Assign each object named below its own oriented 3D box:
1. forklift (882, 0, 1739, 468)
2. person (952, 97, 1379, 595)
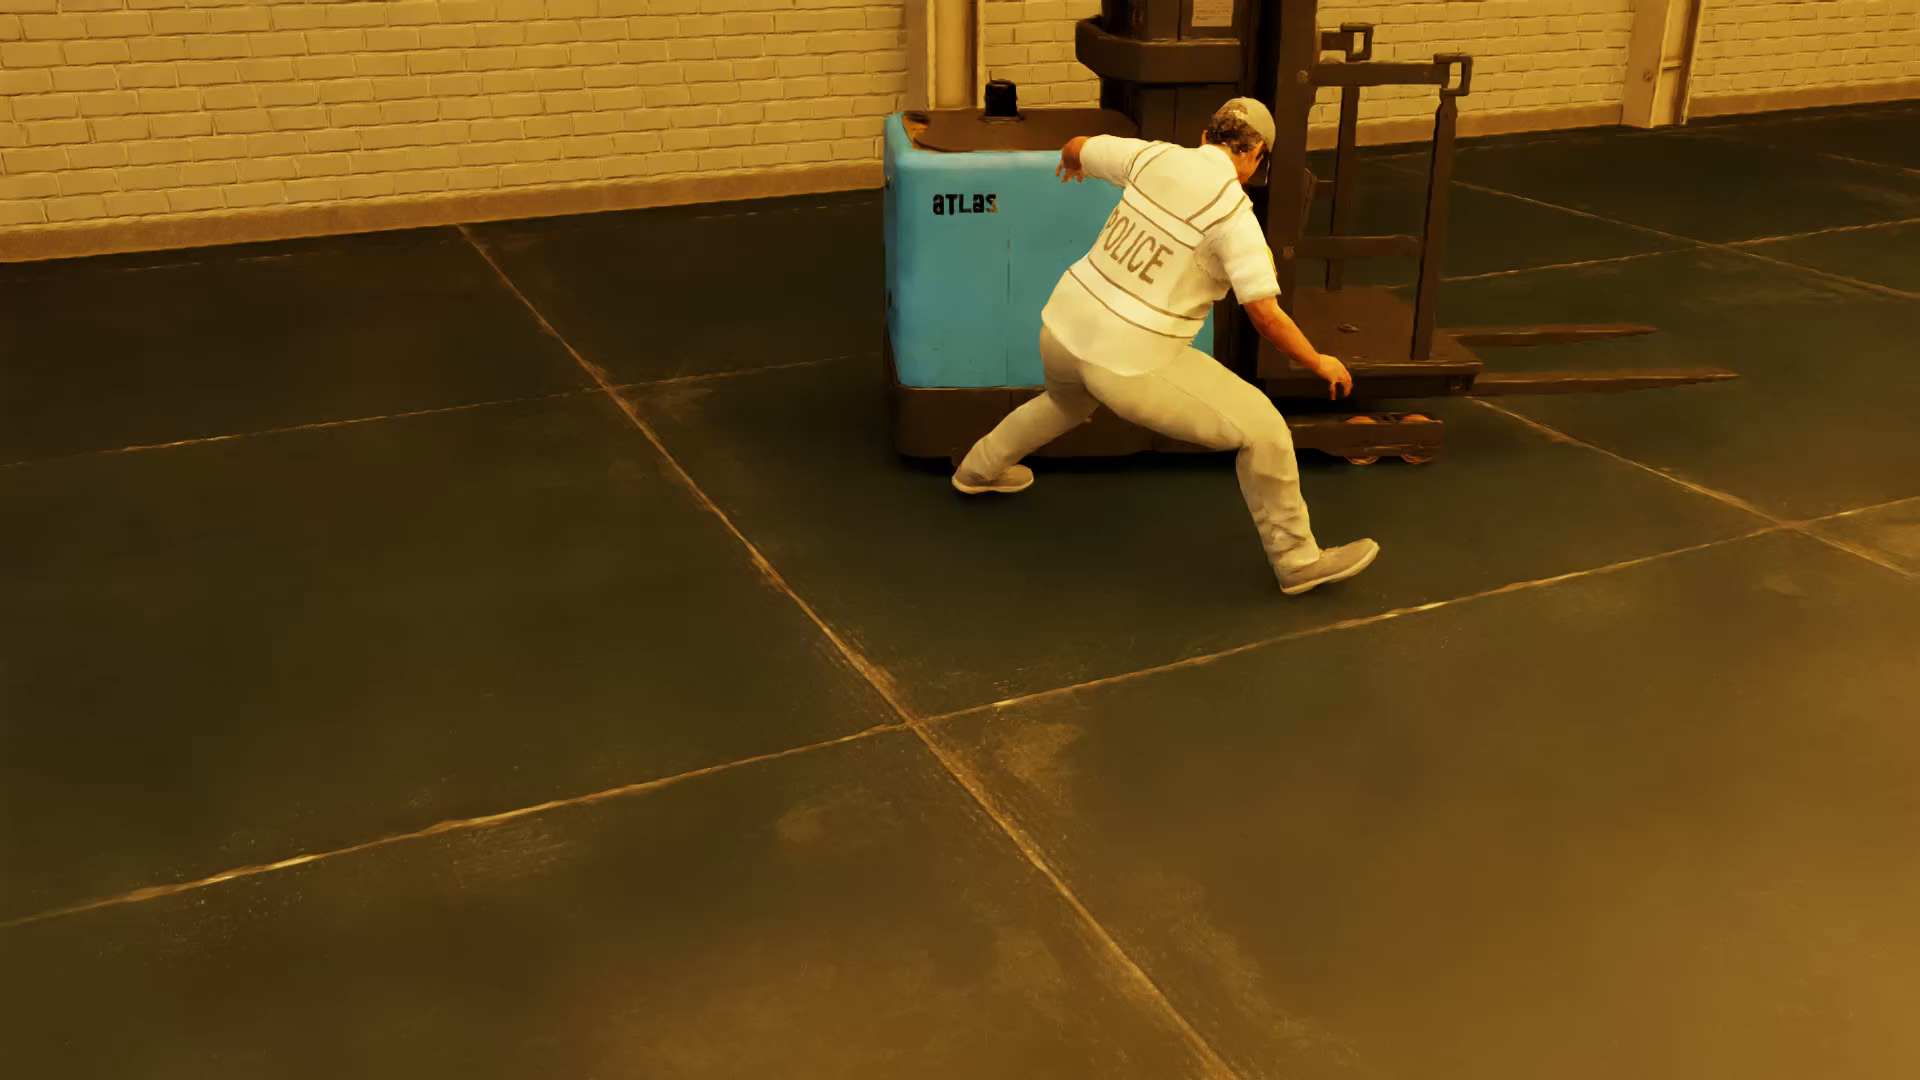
[{"bbox_3d":[1.251,-1.811,5.647,3.031,2.935,1.130,-2,23,-5],"label":"forklift"},{"bbox_3d":[0.573,-0.596,4.821,0.741,1.352,1.270,-12,25,-26],"label":"person"}]
